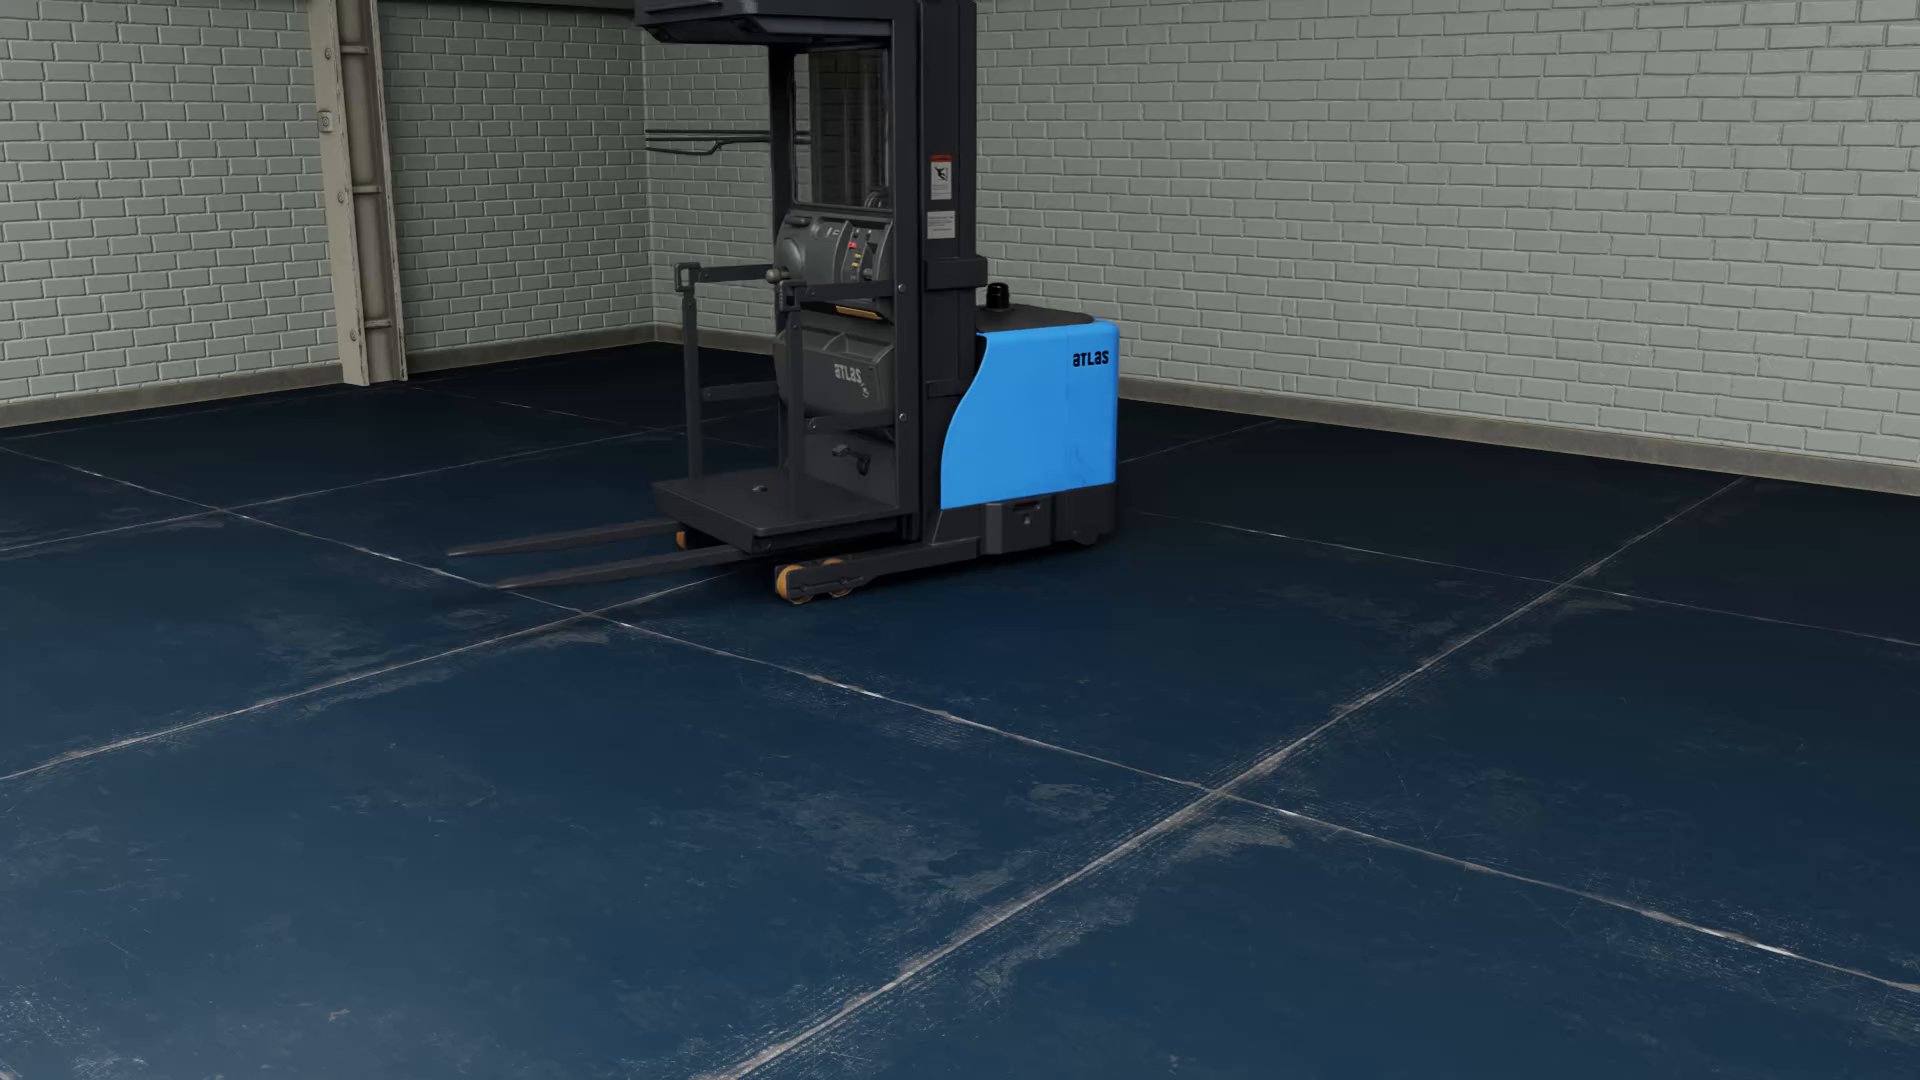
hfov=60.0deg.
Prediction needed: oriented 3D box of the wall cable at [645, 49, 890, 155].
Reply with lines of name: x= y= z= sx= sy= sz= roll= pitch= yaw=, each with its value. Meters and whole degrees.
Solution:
wall cable: x=-1.700 y=-4.461 z=13.714 sx=3.097 sy=2.526 sz=0.112 roll=11 pitch=18 yaw=38

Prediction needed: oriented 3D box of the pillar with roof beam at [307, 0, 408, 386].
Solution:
pillar with roof beam: x=-1.231 y=-4.940 z=9.294 sx=9.100 sy=9.000 sz=0.400 roll=11 pitch=18 yaw=38

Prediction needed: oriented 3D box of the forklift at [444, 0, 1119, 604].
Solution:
forklift: x=-0.741 y=-1.296 z=7.272 sx=3.031 sy=2.935 sz=1.130 roll=-10 pitch=17 yaw=-33
